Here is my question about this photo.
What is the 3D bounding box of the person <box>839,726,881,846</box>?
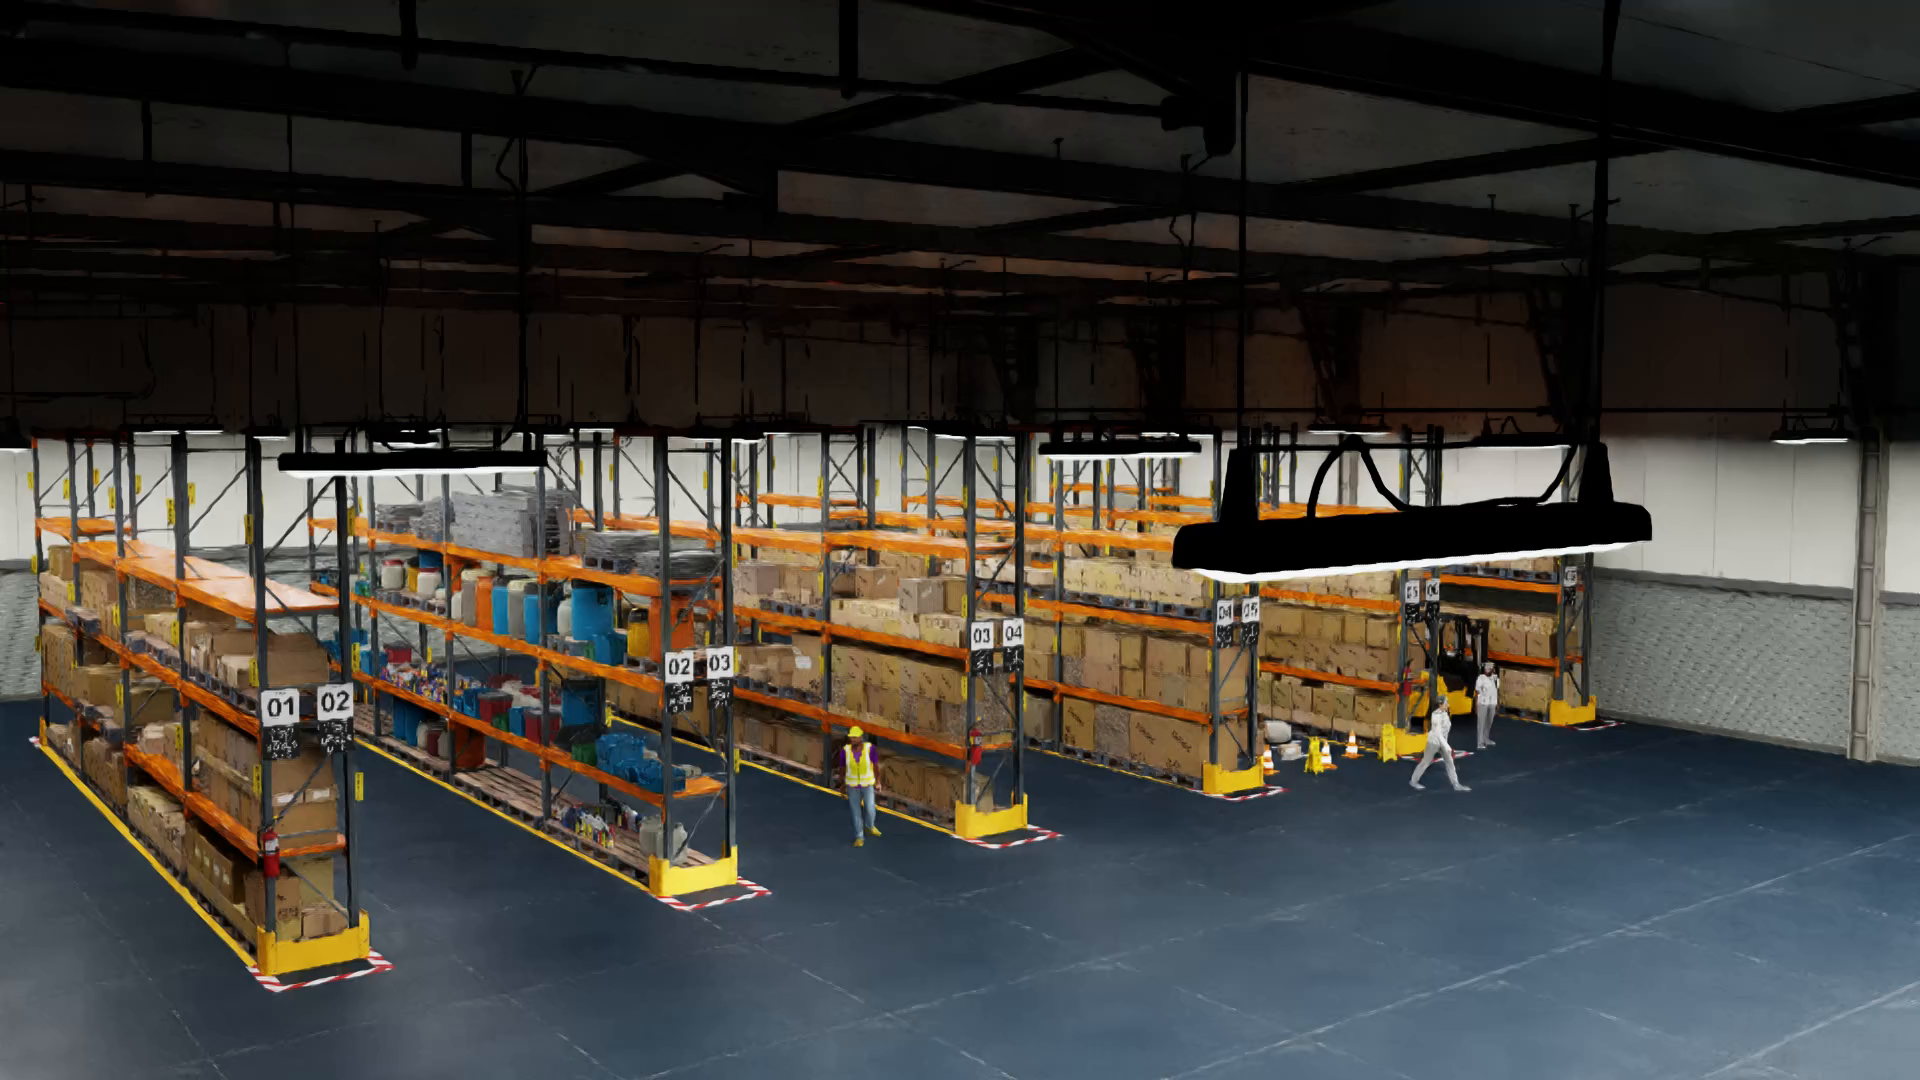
[{"bbox_3d":[-1.459,3.556,24.227,0.606,1.760,0.577,0,4,1],"label":"person"}]

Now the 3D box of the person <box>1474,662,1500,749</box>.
[{"bbox_3d":[9.827,3.061,31.019,0.590,1.633,0.871,-1,5,-9],"label":"person"}]

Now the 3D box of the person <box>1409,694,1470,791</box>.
[{"bbox_3d":[7.929,3.344,27.512,0.991,1.621,0.464,4,6,45],"label":"person"}]
